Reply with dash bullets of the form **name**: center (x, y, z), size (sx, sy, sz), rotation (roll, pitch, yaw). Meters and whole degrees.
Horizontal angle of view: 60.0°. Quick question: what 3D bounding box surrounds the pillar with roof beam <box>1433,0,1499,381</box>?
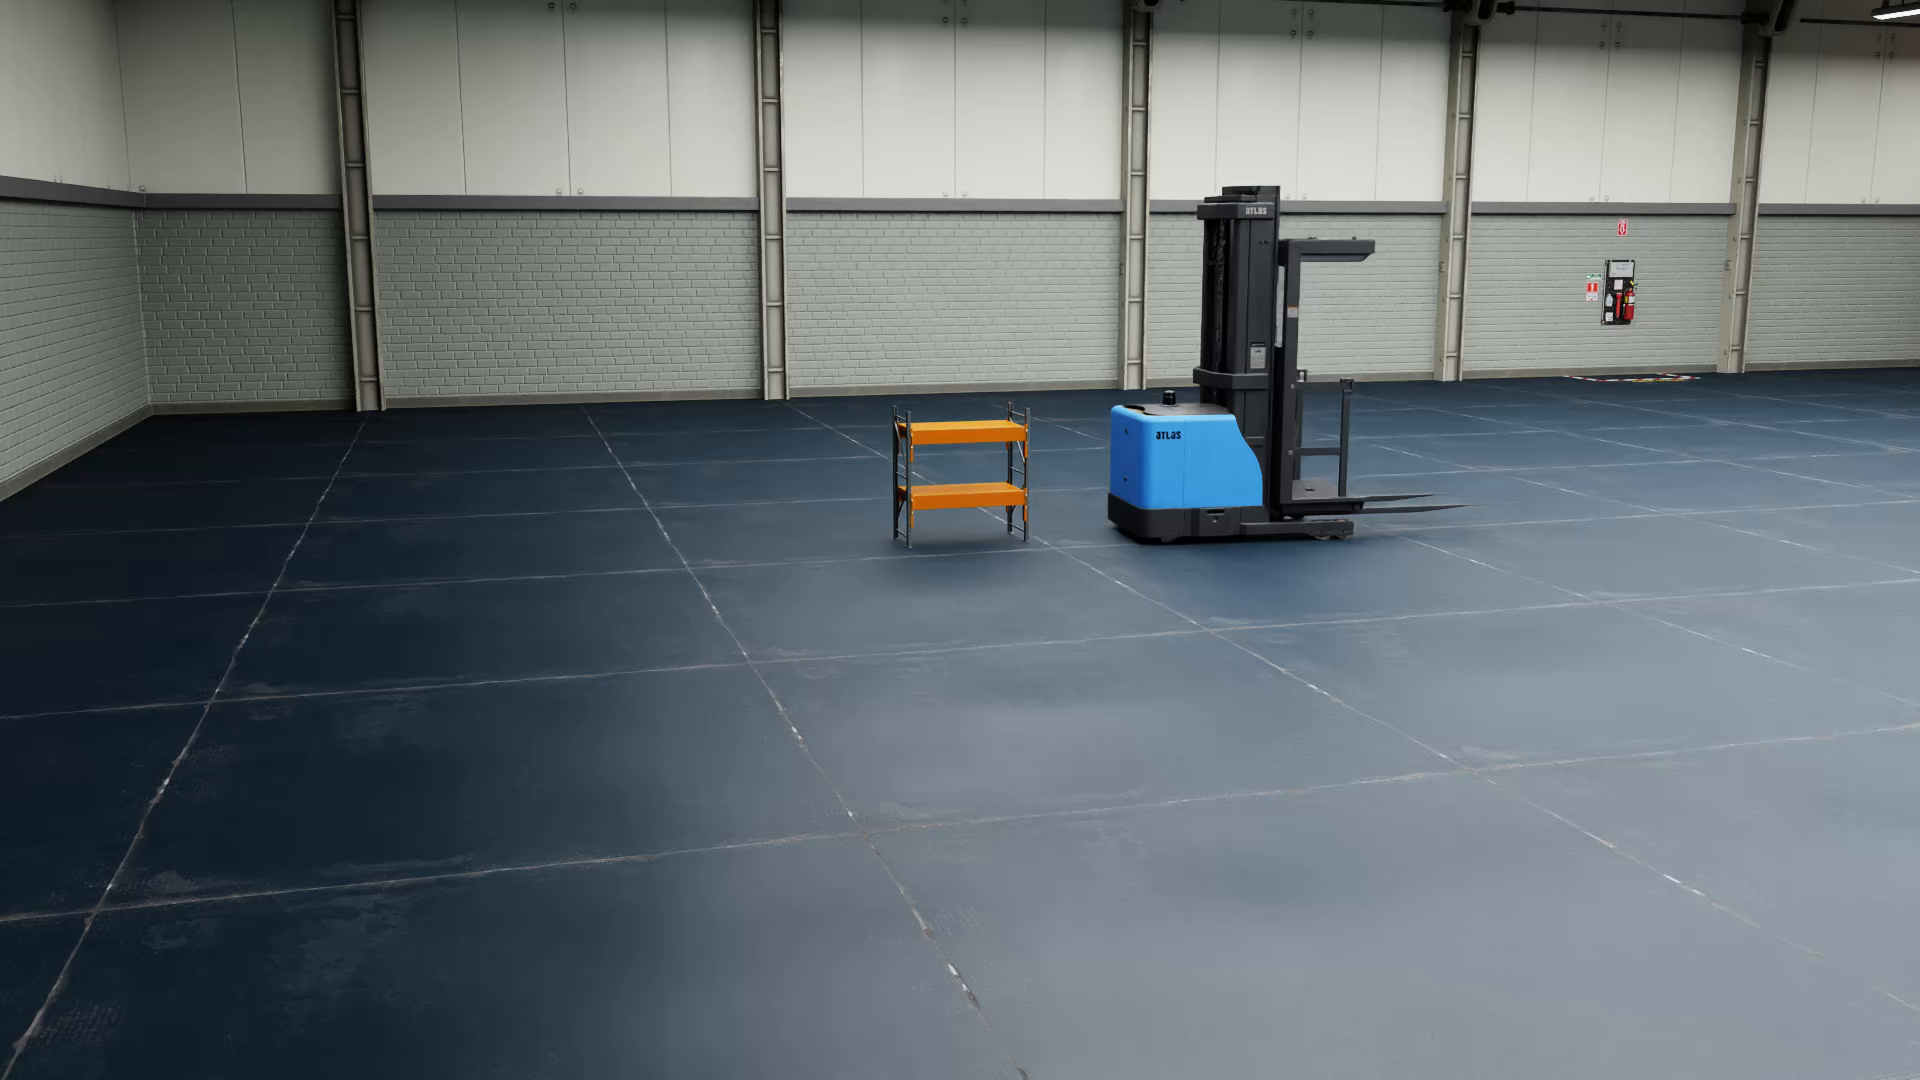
- **pillar with roof beam**: center (9.826, -6.506, 24.534), size (0.548, 9.000, 9.100), rotation (-3, 11, -16)

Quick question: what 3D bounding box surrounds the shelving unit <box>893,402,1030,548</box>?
- **shelving unit**: center (0.006, -0.554, 13.947), size (1.048, 1.125, 0.538), rotation (-3, 11, -16)

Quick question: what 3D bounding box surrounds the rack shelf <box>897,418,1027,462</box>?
- **rack shelf**: center (0.006, -0.841, 13.894), size (1.000, 0.278, 0.538), rotation (-3, 11, -16)

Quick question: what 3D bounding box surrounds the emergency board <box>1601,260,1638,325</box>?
- **emergency board**: center (12.000, -4.490, 30.149), size (0.643, 1.169, 0.194), rotation (-3, 11, -16)

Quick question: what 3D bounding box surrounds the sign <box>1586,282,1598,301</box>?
- **sign**: center (11.440, -4.497, 30.091), size (0.234, 0.329, 0.001), rotation (-3, 11, -16)

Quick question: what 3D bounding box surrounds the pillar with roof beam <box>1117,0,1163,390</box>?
- **pillar with roof beam**: center (4.065, -6.203, 22.885), size (0.548, 9.000, 9.100), rotation (-3, 11, -16)

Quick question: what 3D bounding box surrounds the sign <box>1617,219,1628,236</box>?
- **sign**: center (11.964, -5.647, 30.031), size (0.199, 0.298, 0.001), rotation (-3, 11, -16)

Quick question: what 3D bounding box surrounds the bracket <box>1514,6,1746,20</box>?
- **bracket**: center (11.594, -9.115, 28.761), size (4.783, 0.066, 0.076), rotation (-3, 11, -16)

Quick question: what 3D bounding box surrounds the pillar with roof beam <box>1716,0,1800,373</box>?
- **pillar with roof beam**: center (15.586, -6.810, 26.184), size (0.548, 9.000, 9.100), rotation (-3, 11, -16)

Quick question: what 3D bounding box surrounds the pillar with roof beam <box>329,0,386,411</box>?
- **pillar with roof beam**: center (-7.457, -5.596, 19.586), size (0.400, 9.000, 9.100), rotation (-3, 11, -16)

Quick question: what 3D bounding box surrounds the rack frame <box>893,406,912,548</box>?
- **rack frame**: center (-0.482, -0.528, 13.807), size (0.032, 1.125, 0.500), rotation (-3, 11, -16)

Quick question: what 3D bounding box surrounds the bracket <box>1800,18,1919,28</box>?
- **bracket**: center (17.355, -9.418, 30.410), size (4.783, 0.066, 0.076), rotation (-3, 11, -16)

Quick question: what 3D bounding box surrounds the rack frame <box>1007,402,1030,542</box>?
- **rack frame**: center (0.495, -0.579, 14.086), size (0.032, 1.125, 0.500), rotation (-3, 11, -16)

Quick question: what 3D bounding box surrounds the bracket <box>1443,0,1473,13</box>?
- **bracket**: center (8.323, -8.942, 27.824), size (0.430, 0.232, 0.235), rotation (-3, 11, -16)

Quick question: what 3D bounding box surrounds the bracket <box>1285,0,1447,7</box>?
- **bracket**: center (5.833, -8.811, 27.111), size (4.783, 0.066, 0.076), rotation (-3, 11, -16)

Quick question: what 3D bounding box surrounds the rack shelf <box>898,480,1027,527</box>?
- **rack shelf**: center (0.006, -0.313, 13.991), size (1.000, 0.278, 0.538), rotation (-3, 11, -16)

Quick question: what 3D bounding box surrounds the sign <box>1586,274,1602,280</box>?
- **sign**: center (11.447, -4.756, 30.036), size (0.331, 0.109, 0.001), rotation (-3, 11, -16)

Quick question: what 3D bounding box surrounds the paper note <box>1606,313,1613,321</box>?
- **paper note**: center (11.811, -4.059, 30.245), size (0.142, 0.148, 0.016), rotation (-3, 11, -16)

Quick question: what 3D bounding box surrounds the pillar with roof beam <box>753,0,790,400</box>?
- **pillar with roof beam**: center (-1.696, -5.899, 21.236), size (0.400, 9.000, 9.100), rotation (-3, 11, -16)

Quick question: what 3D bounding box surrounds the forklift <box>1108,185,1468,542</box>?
- **forklift**: center (2.871, -1.532, 14.271), size (3.031, 2.935, 1.130), rotation (-2, 11, -11)

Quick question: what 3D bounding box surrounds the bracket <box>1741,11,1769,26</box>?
- **bracket**: center (14.084, -9.246, 29.474), size (0.430, 0.232, 0.235), rotation (-3, 11, -16)

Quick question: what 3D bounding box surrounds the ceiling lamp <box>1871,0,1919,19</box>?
- **ceiling lamp**: center (14.353, -9.492, 24.631), size (0.800, 3.185, 2.000), rotation (-3, 11, -16)

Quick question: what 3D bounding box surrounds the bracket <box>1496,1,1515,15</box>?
- **bracket**: center (9.120, -8.984, 28.052), size (0.430, 0.232, 0.235), rotation (-3, 11, -16)
